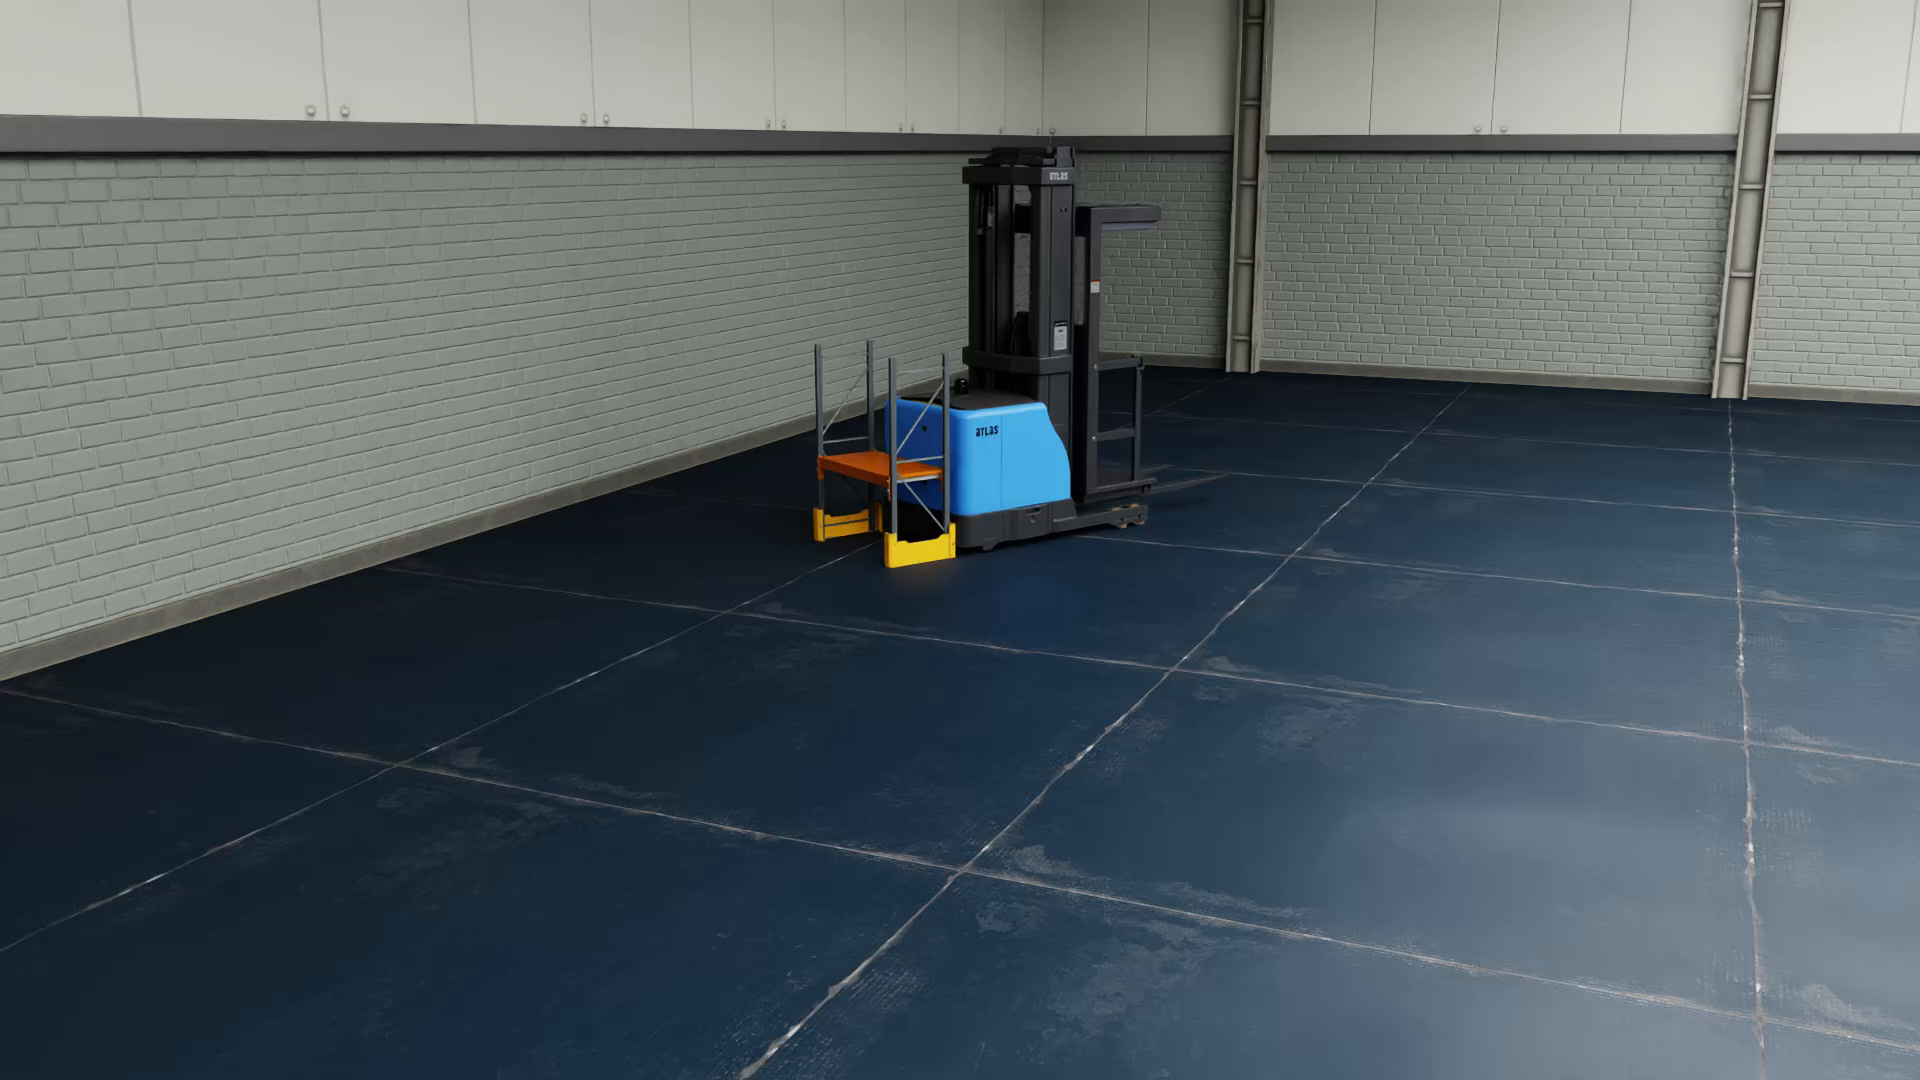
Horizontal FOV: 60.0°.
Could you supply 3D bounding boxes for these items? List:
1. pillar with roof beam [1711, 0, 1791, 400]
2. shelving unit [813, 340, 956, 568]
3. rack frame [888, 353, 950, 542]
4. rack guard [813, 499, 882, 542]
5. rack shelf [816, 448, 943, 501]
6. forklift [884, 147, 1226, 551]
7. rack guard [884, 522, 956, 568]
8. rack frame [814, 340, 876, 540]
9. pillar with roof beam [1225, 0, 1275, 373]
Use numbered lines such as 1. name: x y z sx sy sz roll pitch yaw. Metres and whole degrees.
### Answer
1. pillar with roof beam: 7.563 -5.211 15.265 0.400 9.000 9.100 6 14 23
2. shelving unit: -0.576 -0.666 12.312 0.587 1.500 1.083 -9 16 -34
3. rack frame: -0.288 -0.573 11.915 0.500 1.500 0.032 -9 16 -34
4. rack guard: -0.864 -0.151 12.850 0.587 0.250 0.087 -9 16 -34
5. rack shelf: -0.581 -0.493 12.360 0.538 0.185 1.000 -9 16 -34
6. forklift: 0.874 -1.600 13.156 3.031 2.935 1.130 -10 17 -38
7. rack guard: -0.288 0.035 12.059 0.587 0.250 0.087 -9 16 -34
8. rack frame: -0.875 -0.763 12.723 0.500 1.500 0.032 -9 16 -34
9. pillar with roof beam: 2.077 -5.767 17.631 0.400 9.000 9.100 6 14 23
